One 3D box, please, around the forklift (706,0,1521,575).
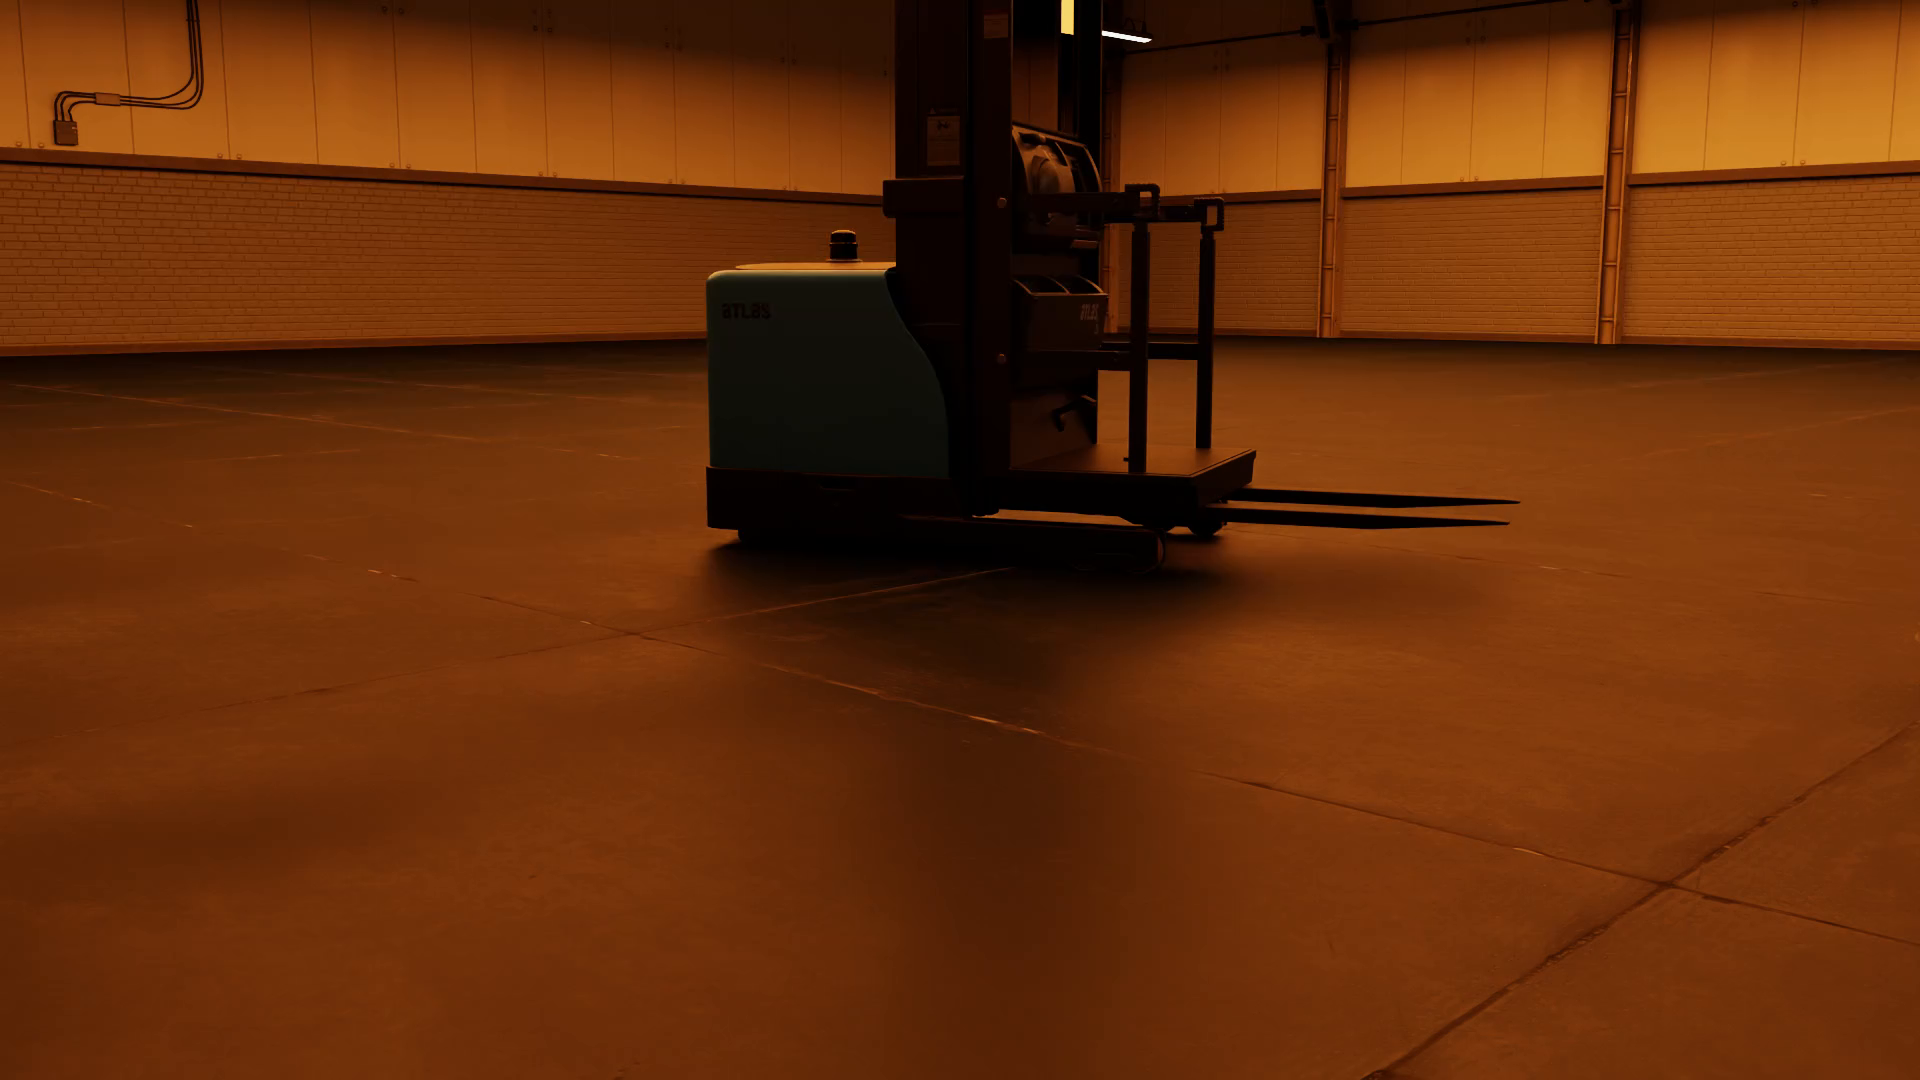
[{"bbox_3d":[0.565,-1.416,6.275,3.031,2.935,1.130,3,9,22],"label":"forklift"}]
